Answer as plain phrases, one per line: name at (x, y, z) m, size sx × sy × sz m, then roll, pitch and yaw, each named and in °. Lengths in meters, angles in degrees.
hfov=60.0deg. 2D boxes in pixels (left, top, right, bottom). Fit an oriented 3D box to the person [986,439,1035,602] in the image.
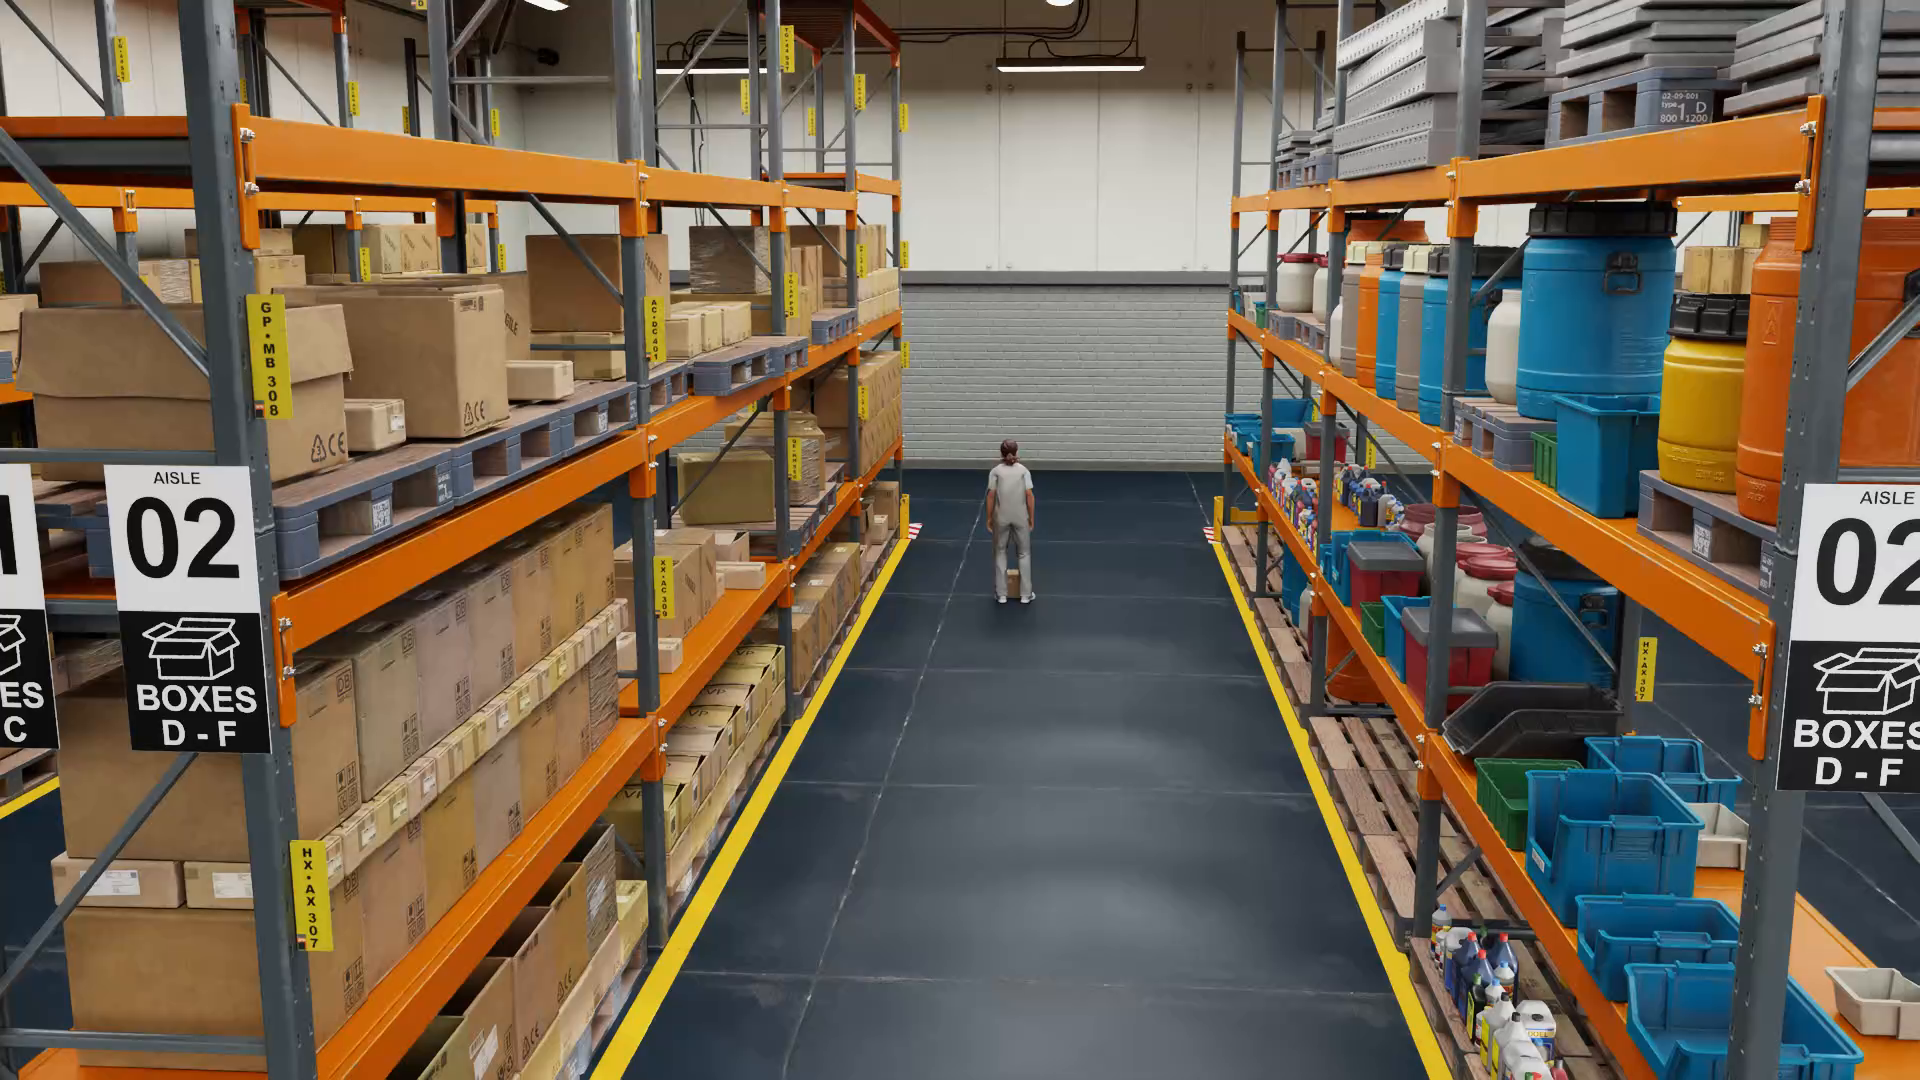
person at (0.523, -0.195, 16.955) m, size 0.512 × 1.671 × 0.359 m, roll 0°, pitch 11°, yaw 0°
